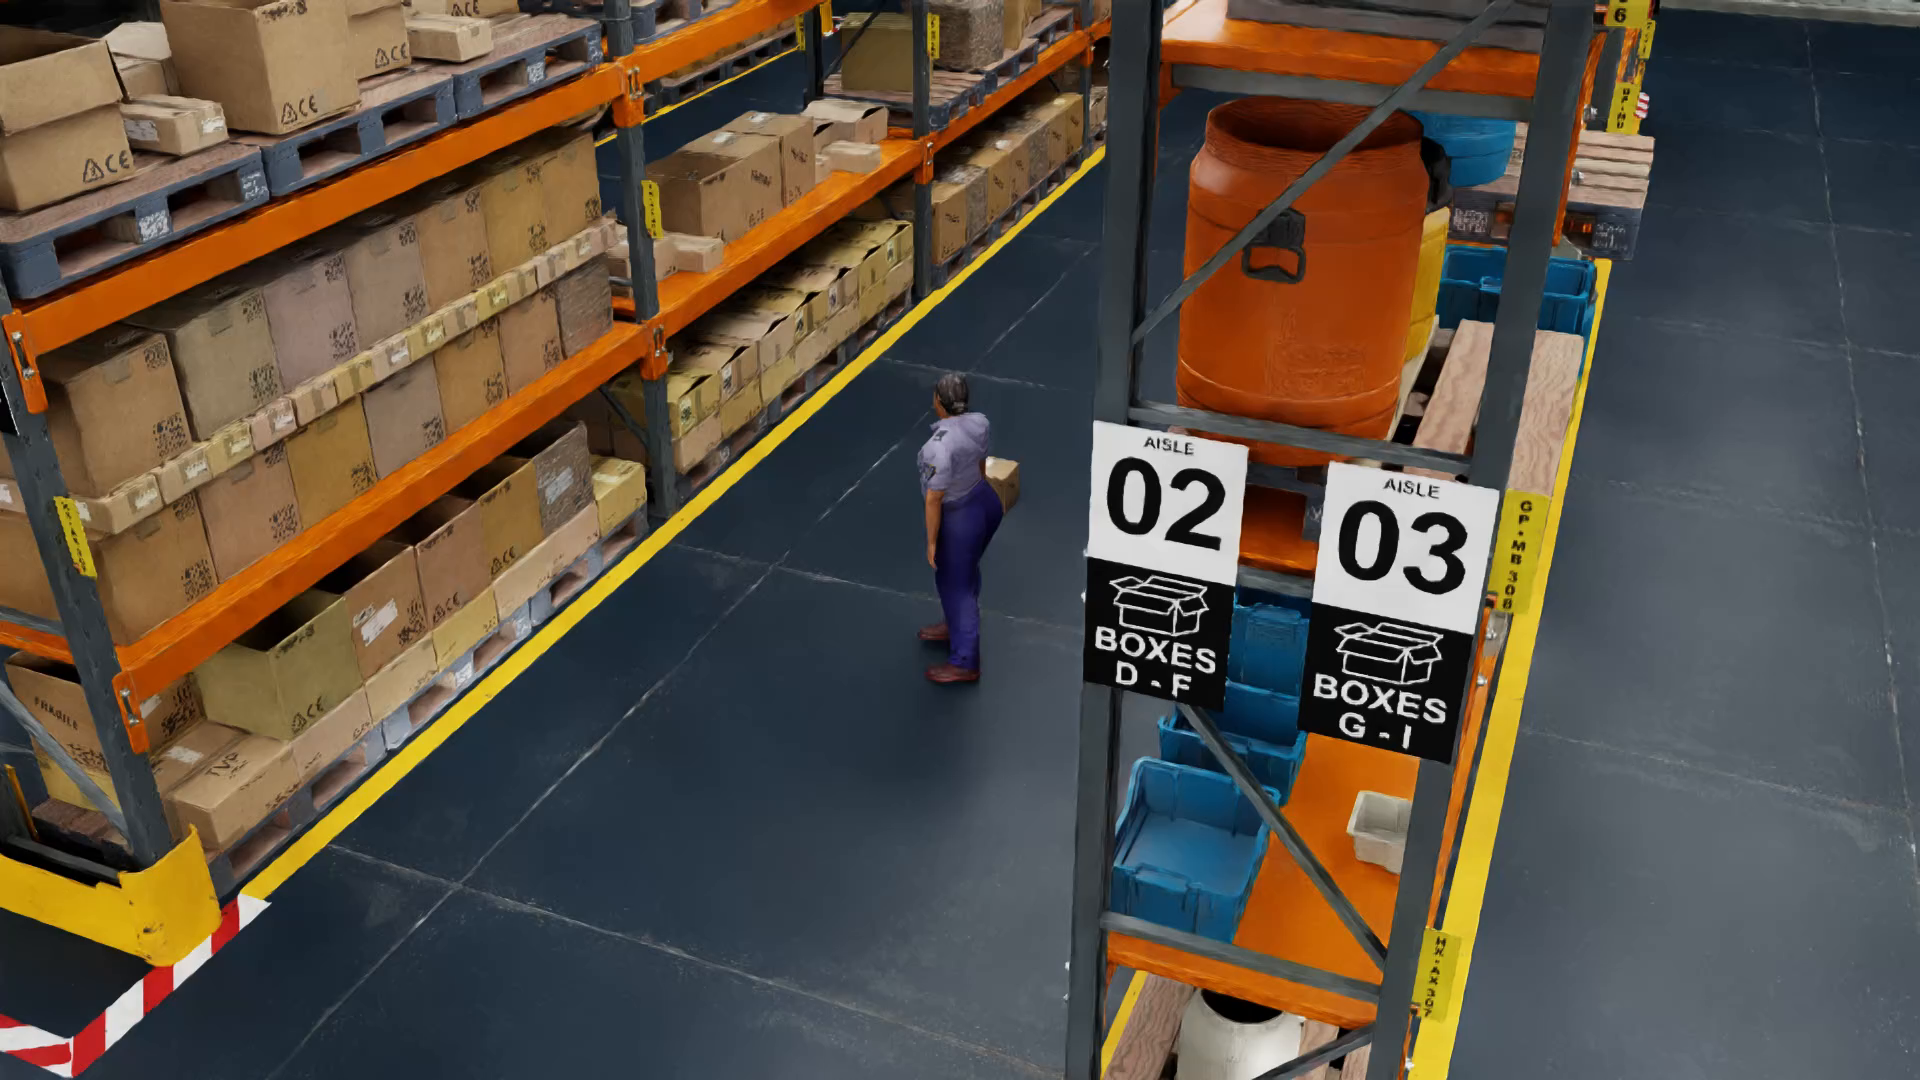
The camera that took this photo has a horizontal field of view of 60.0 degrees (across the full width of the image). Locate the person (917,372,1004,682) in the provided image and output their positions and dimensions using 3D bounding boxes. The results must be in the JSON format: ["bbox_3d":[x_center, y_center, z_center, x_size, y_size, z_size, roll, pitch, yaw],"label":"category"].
[{"bbox_3d":[-0.034,-0.093,8.537,0.485,1.658,0.559,17,34,26],"label":"person"}]
